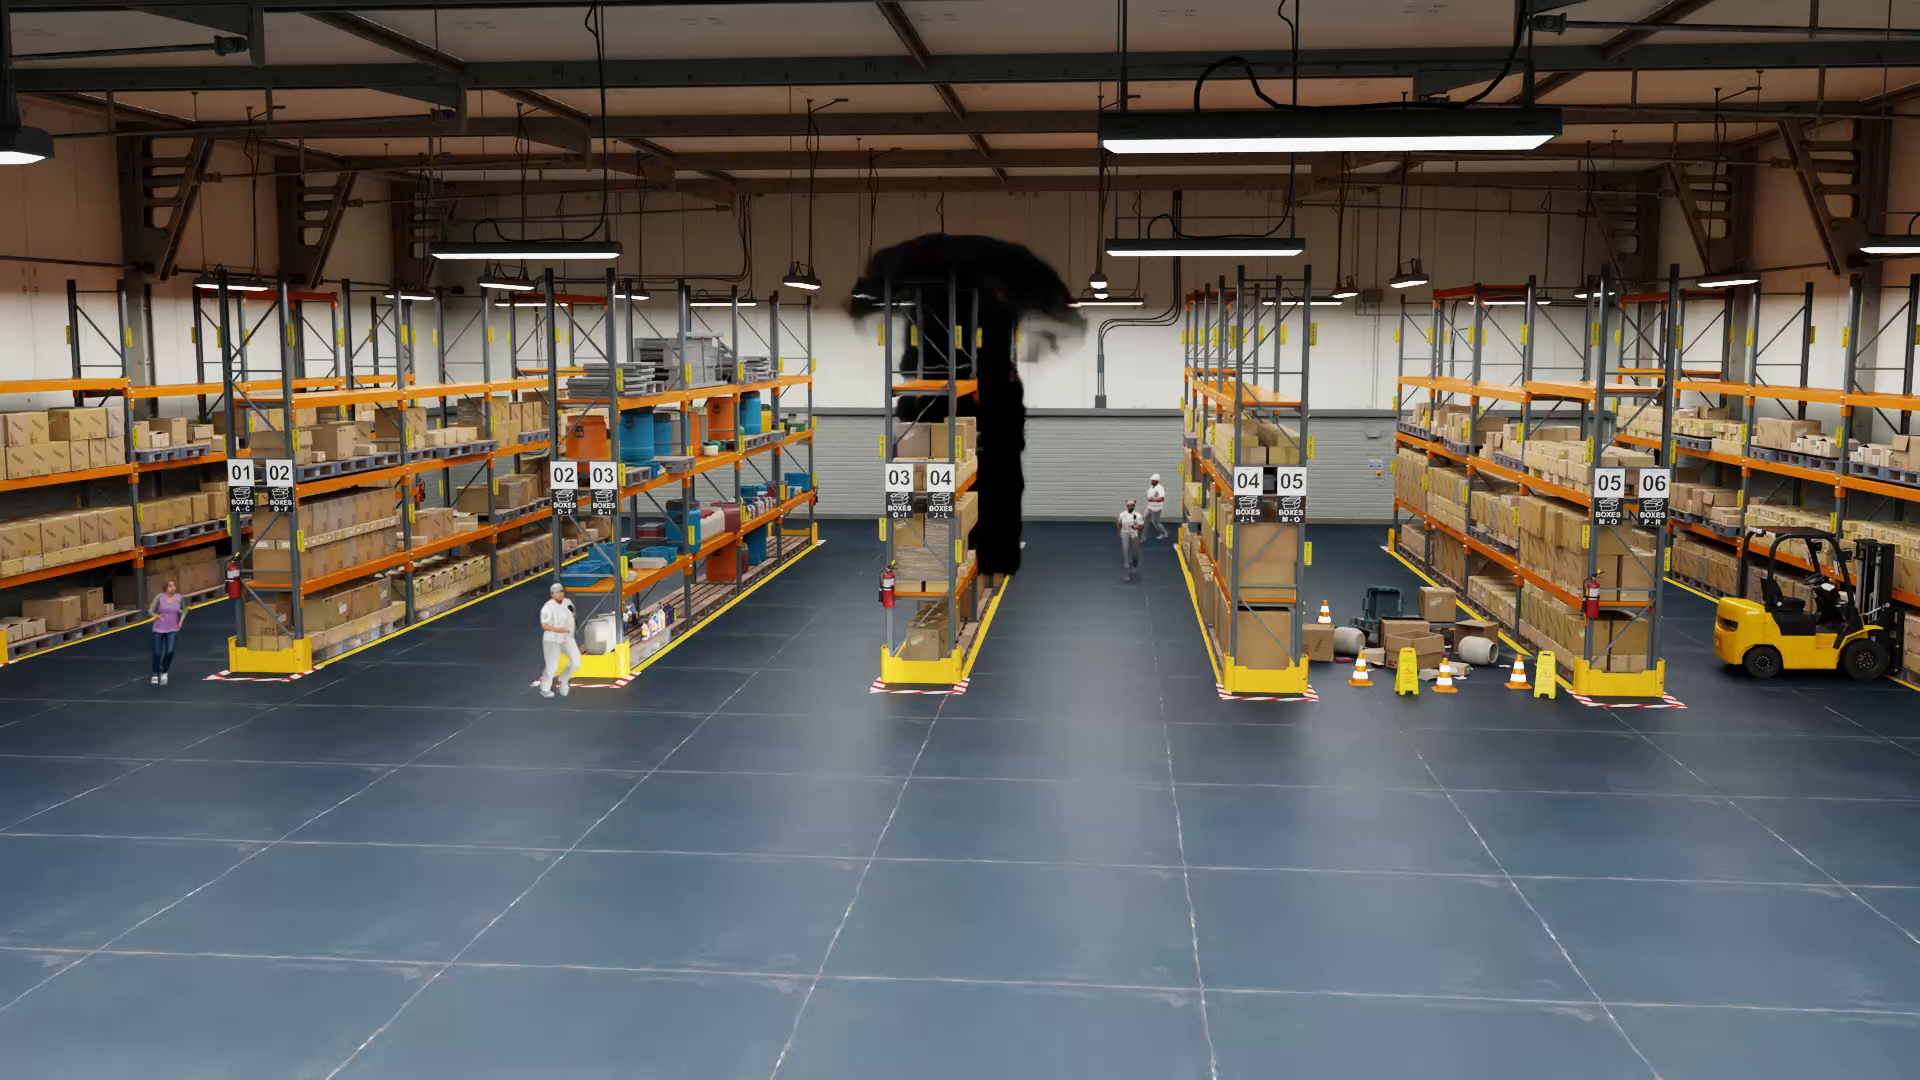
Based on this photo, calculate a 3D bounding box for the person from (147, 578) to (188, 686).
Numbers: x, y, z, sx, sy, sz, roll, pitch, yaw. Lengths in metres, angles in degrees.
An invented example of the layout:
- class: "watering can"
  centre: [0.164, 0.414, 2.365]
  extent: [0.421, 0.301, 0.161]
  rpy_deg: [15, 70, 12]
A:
- class: "person"
  centre: [-11.412, 1.324, 23.993]
  extent: [0.544, 1.551, 0.591]
  rpy_deg: [-4, 8, -27]

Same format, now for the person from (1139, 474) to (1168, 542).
- class: "person"
  centre: [4.809, -0.754, 40.661]
  extent: [0.827, 1.756, 0.832]
  rpy_deg: [-3, 7, -21]

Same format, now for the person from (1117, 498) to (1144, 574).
- class: "person"
  centre: [3.524, -0.059, 34.468]
  extent: [0.581, 1.628, 0.913]
  rpy_deg: [1, 7, 8]

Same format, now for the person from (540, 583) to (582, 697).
- class: "person"
  centre: [-5.518, 1.390, 23.019]
  extent: [0.622, 1.617, 0.780]
  rpy_deg: [-6, 9, -40]
